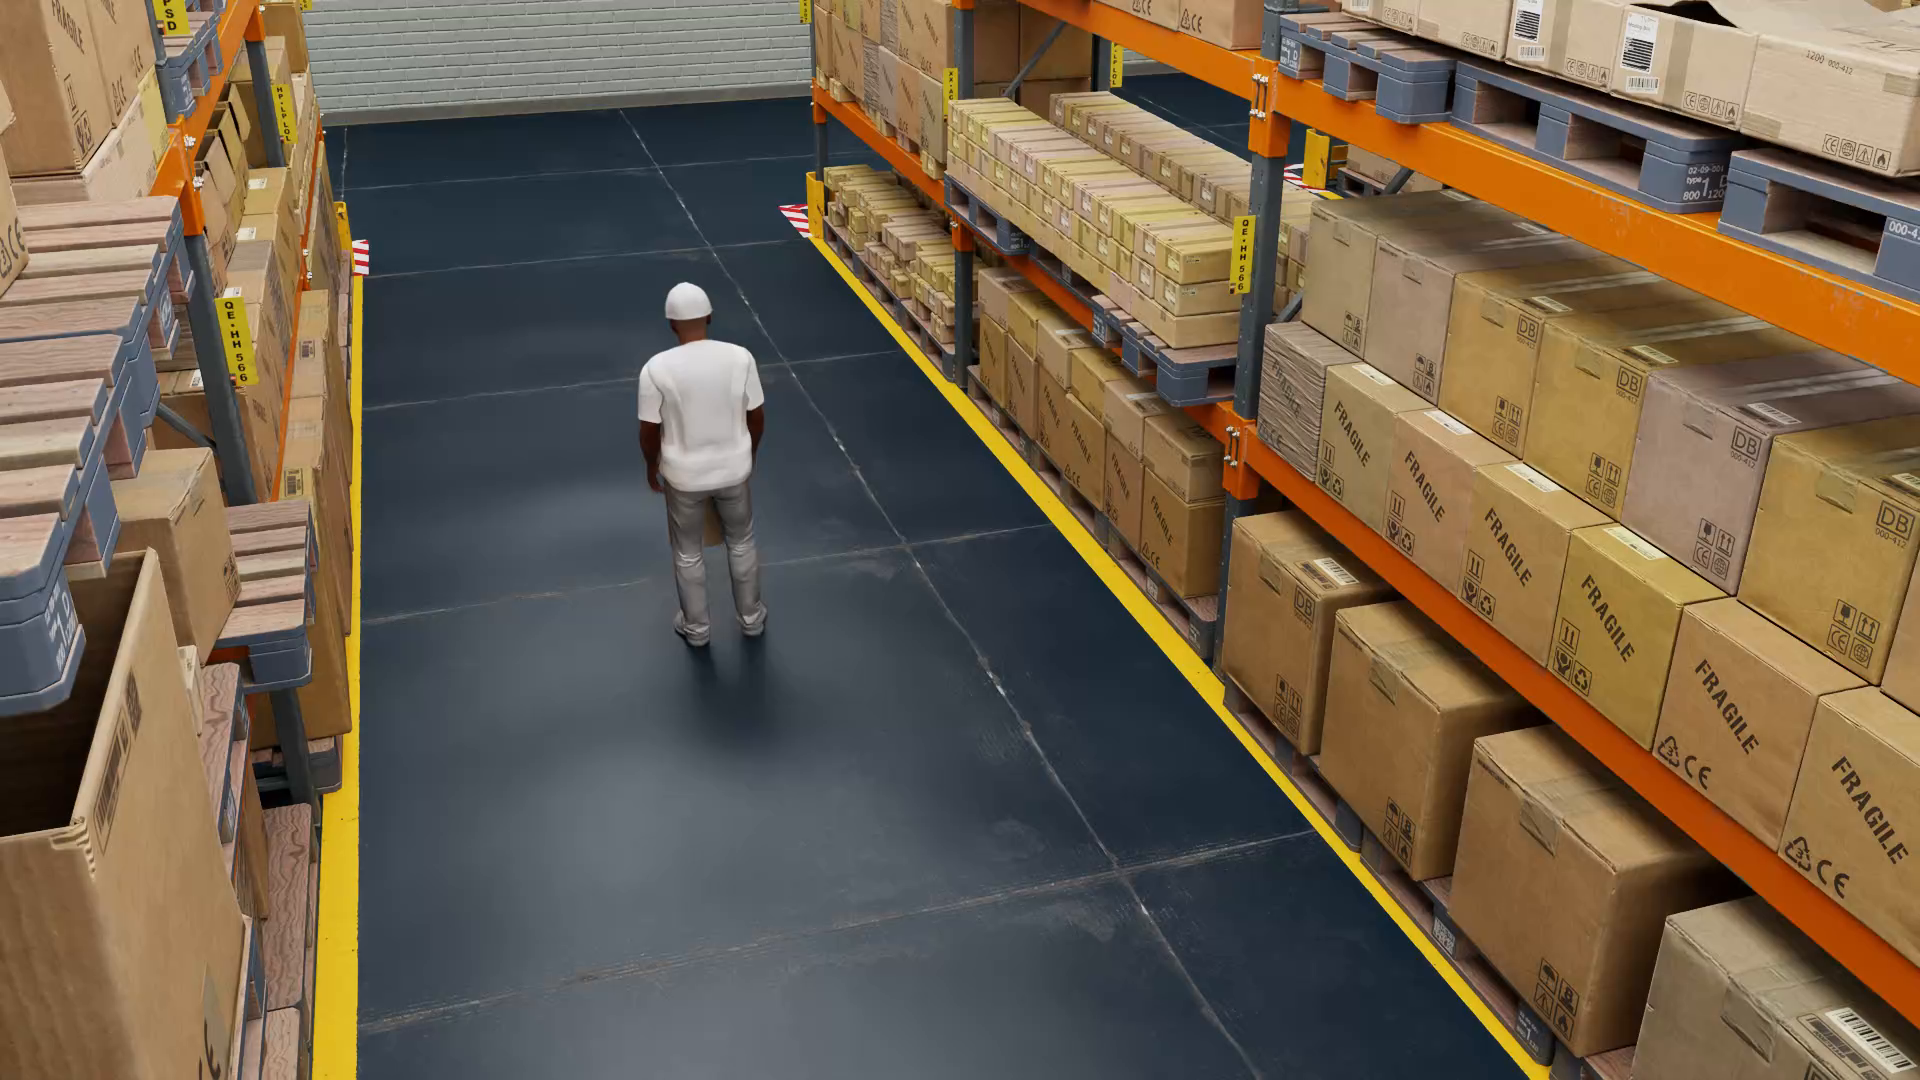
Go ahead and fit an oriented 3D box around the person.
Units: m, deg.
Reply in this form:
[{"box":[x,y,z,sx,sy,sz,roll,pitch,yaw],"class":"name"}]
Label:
[{"box":[-1.191,-0.335,7.769,0.589,1.765,0.425,-9,28,-17],"class":"person"}]
